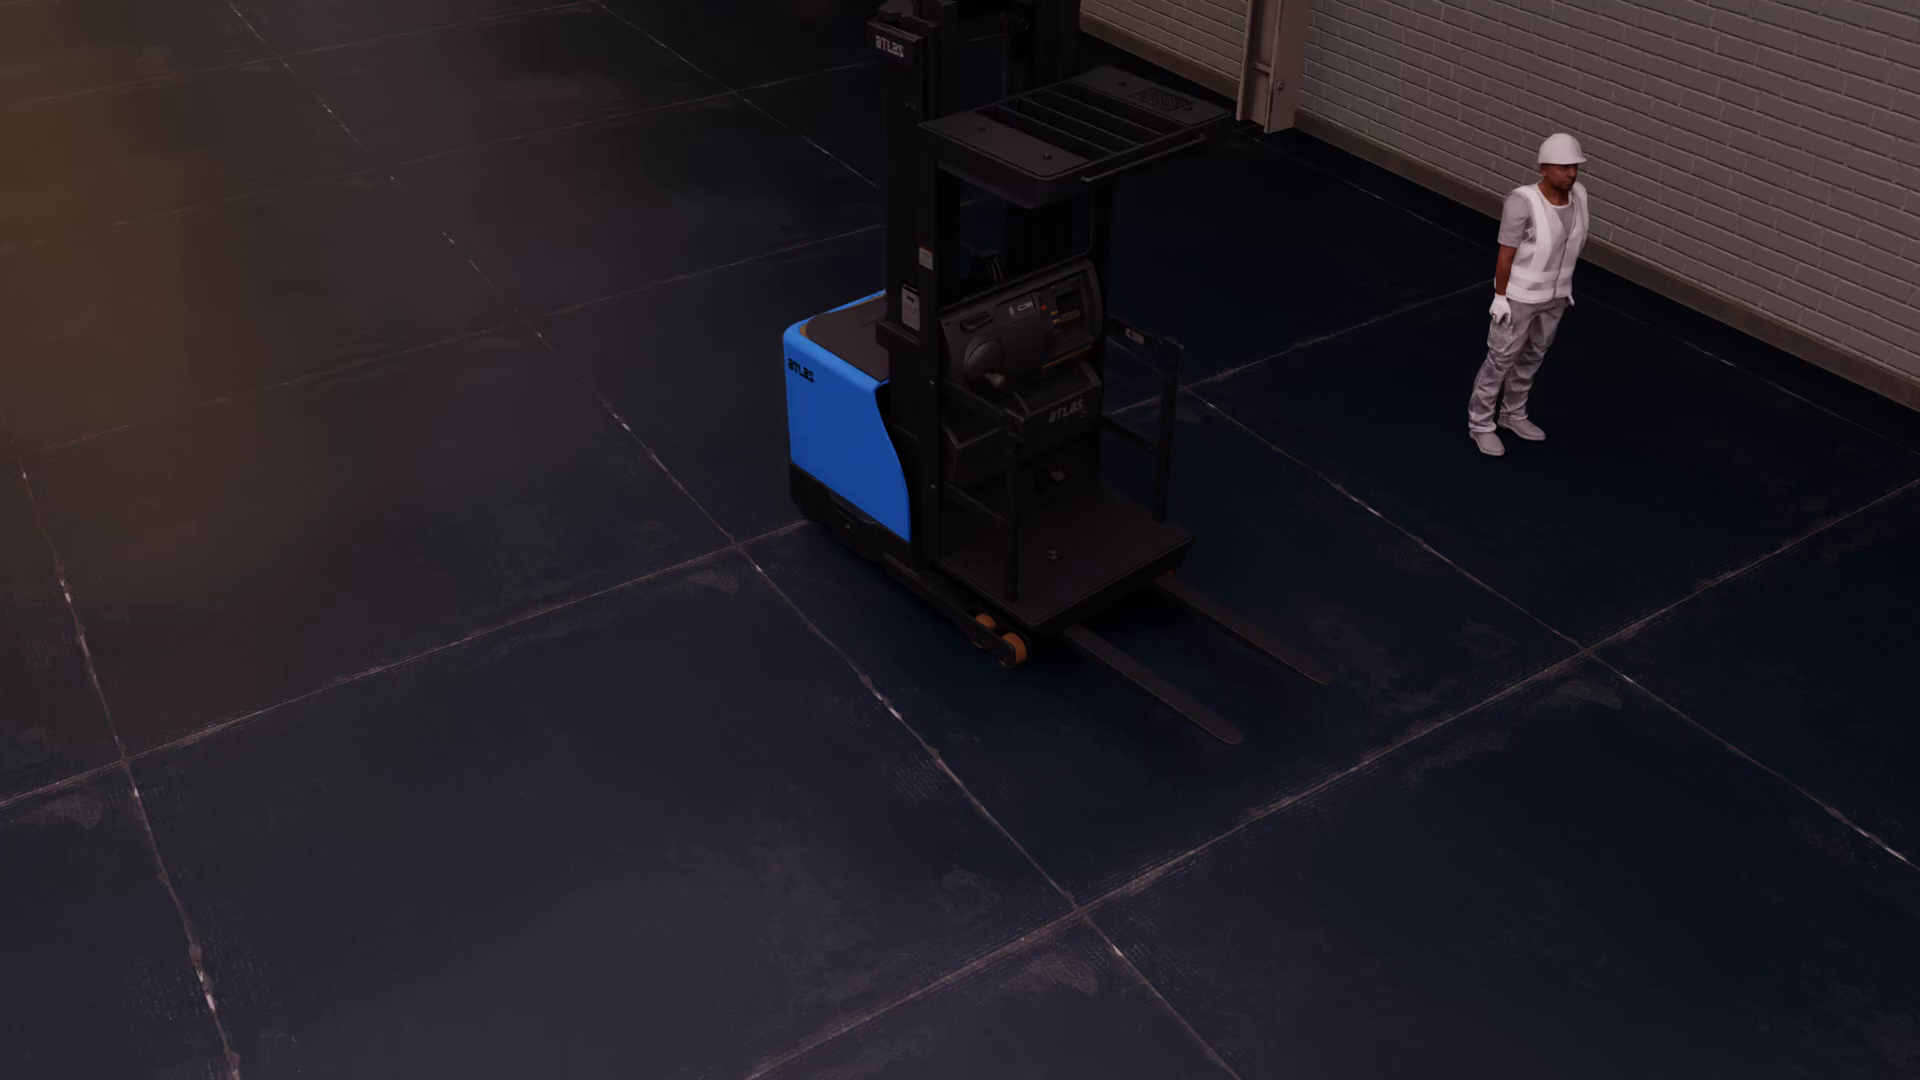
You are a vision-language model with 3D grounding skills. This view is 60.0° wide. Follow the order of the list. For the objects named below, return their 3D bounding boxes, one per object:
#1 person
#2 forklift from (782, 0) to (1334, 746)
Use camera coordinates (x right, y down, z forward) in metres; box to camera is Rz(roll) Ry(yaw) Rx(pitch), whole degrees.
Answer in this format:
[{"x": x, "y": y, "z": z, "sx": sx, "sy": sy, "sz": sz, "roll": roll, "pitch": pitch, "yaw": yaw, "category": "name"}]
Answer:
[{"x": 3.130, "y": -1.335, "z": 9.044, "sx": 0.539, "sy": 1.790, "sz": 0.386, "roll": -17, "pitch": 39, "yaw": -23, "category": "person"}, {"x": 0.432, "y": -0.927, "z": 7.467, "sx": 1.130, "sy": 2.935, "sz": 3.031, "roll": -26, "pitch": 43, "yaw": -32, "category": "forklift"}]
